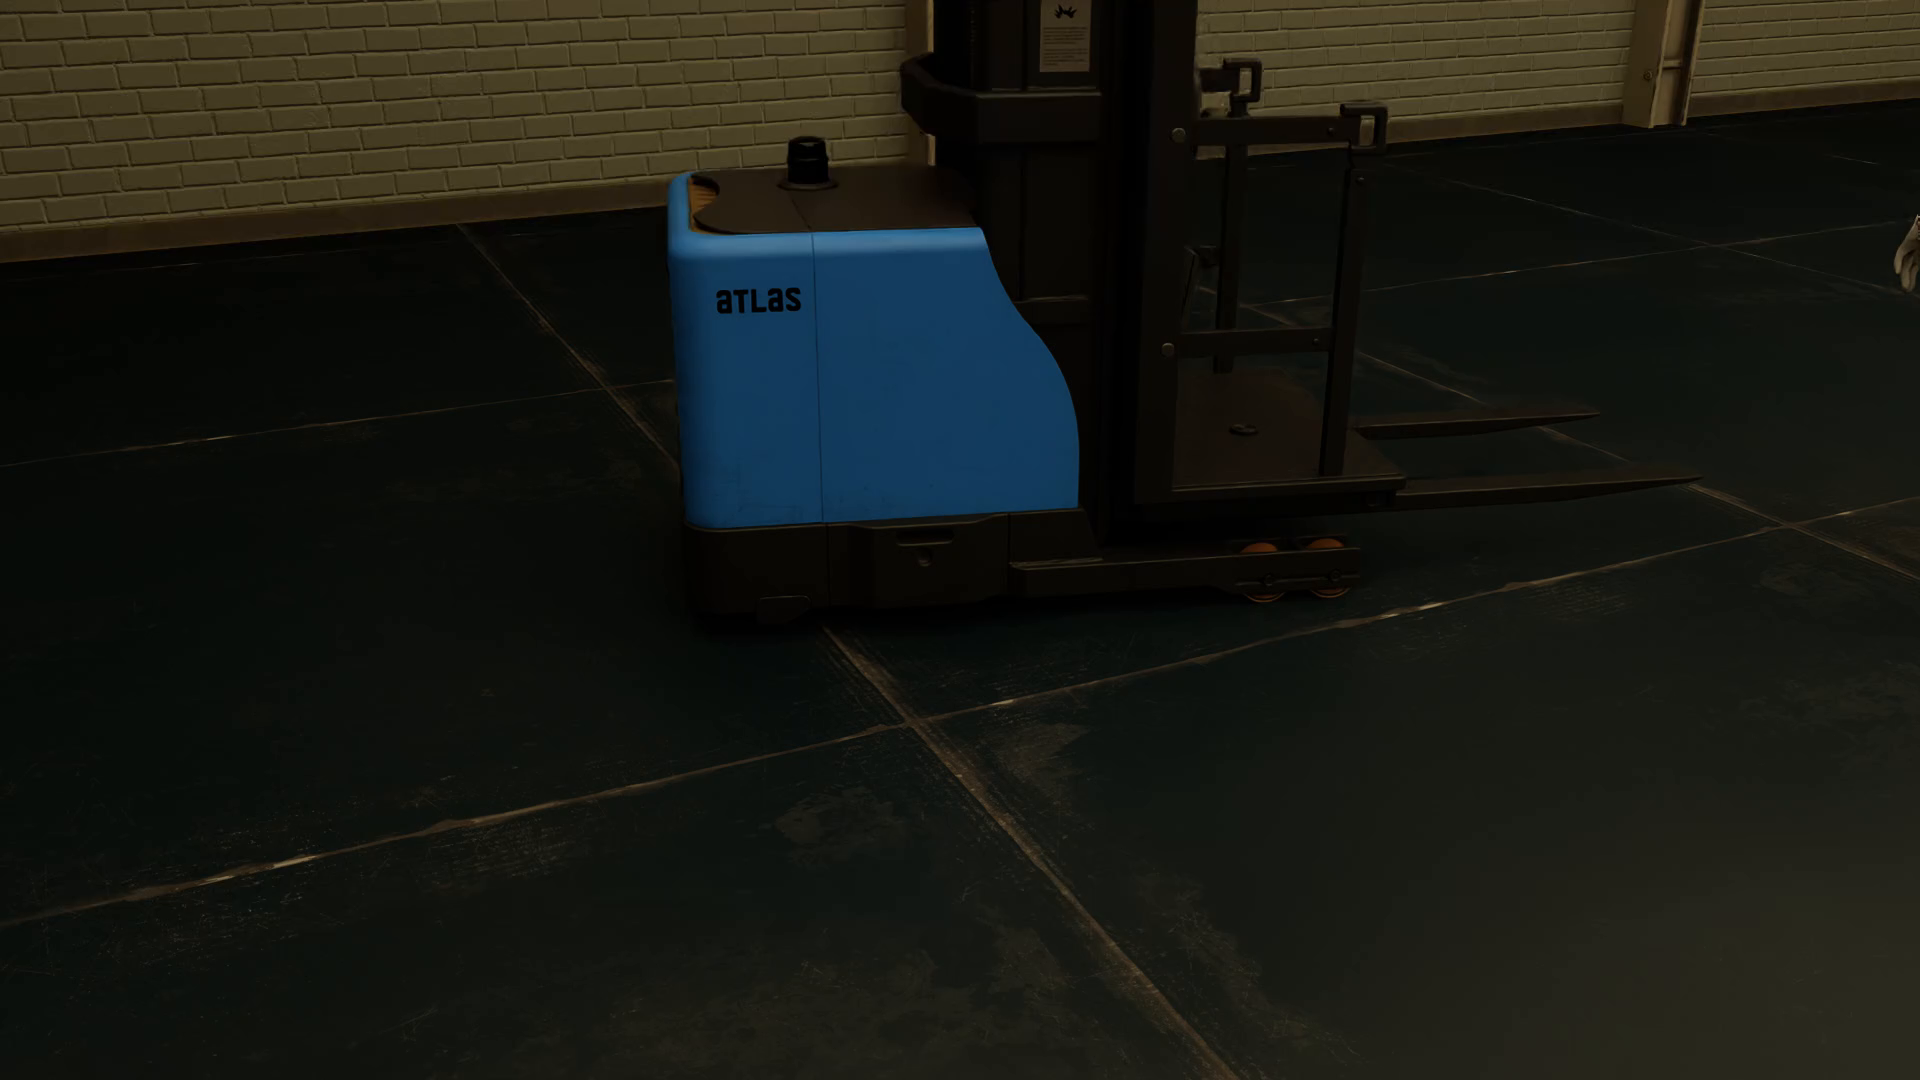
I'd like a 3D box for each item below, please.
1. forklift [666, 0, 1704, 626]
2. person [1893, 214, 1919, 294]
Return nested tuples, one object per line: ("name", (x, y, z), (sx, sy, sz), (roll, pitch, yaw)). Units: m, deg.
("forklift", (0.687, -1.373, 4.592), (3.031, 2.935, 1.130), (-4, 23, -8))
("person", (3.087, -0.675, 4.552), (0.690, 1.754, 0.747), (-3, 23, -8))
